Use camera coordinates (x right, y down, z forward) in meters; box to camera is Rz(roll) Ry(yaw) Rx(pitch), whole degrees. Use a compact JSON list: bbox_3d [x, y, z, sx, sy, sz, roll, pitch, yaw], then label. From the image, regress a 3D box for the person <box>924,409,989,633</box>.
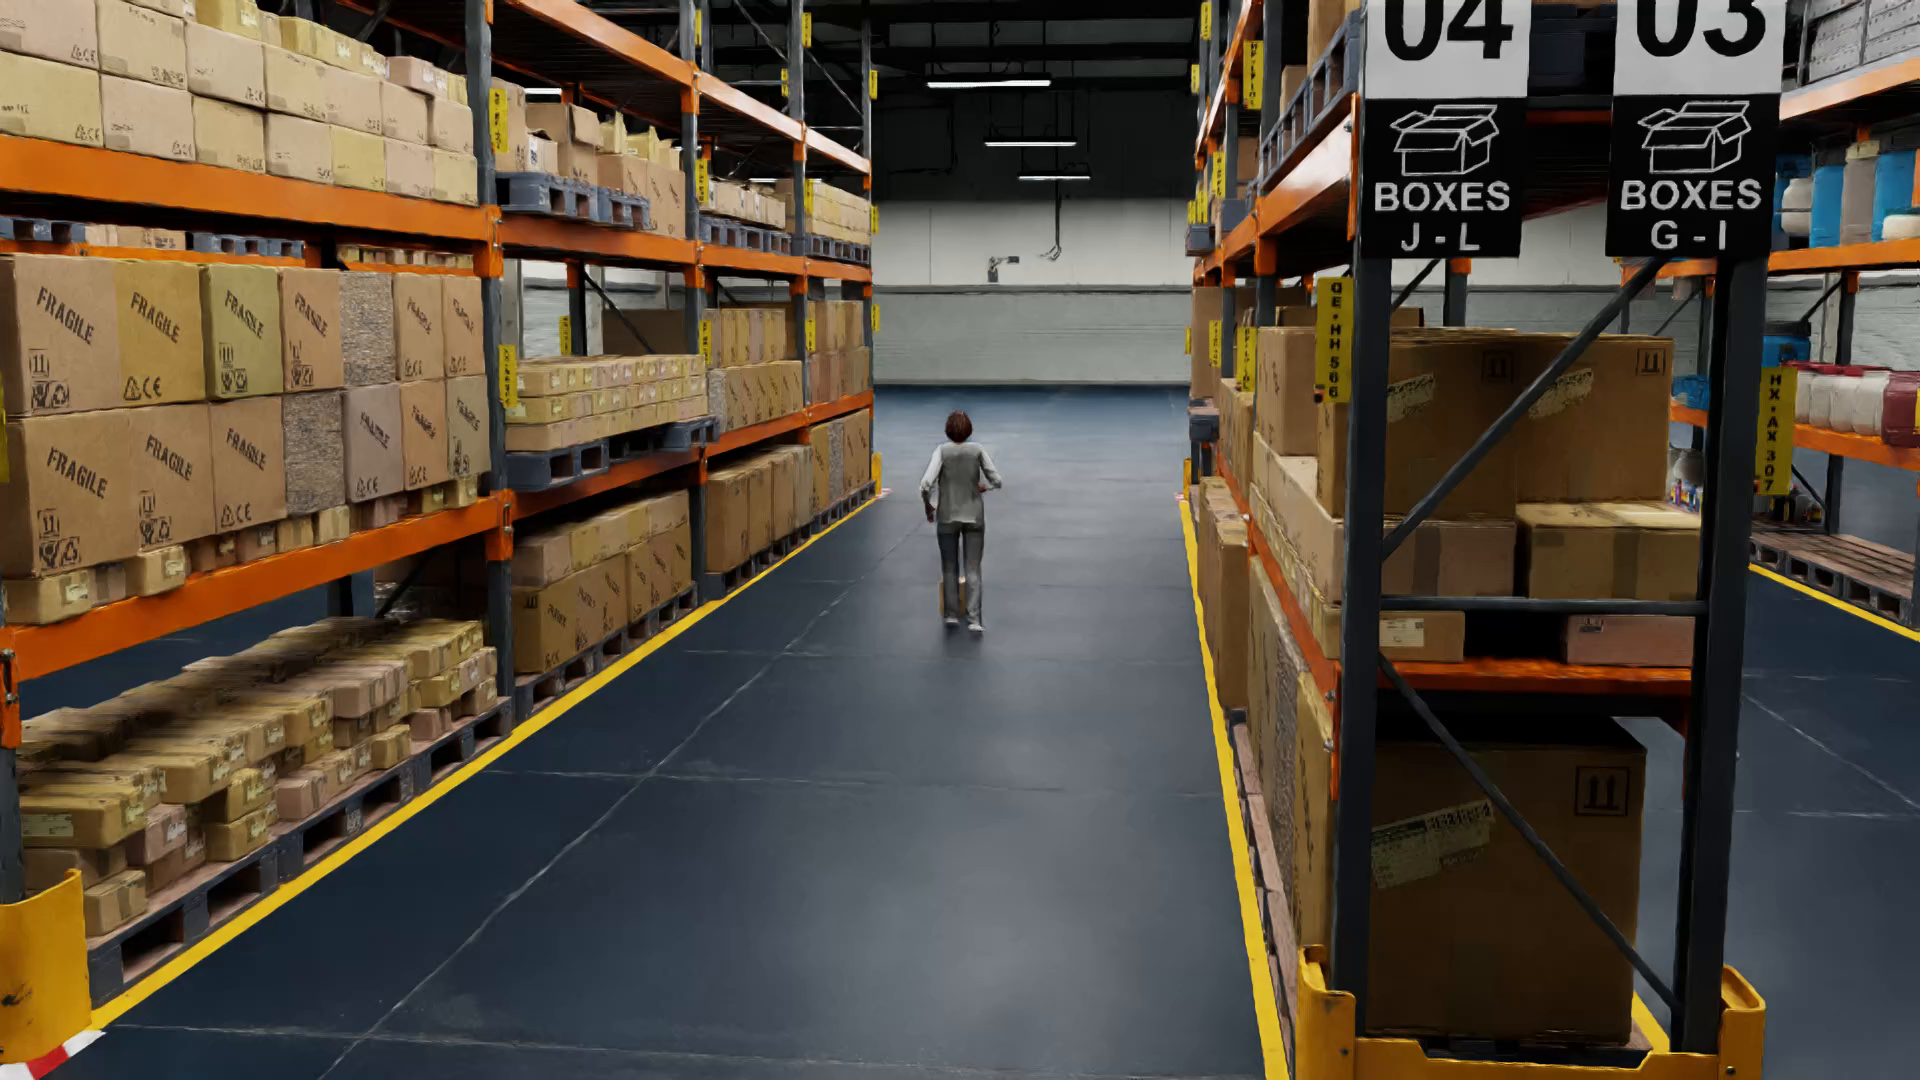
[{"bbox_3d":[-0.012,-0.147,11.830,0.551,1.584,0.700,-1,8,-6],"label":"person"}]
